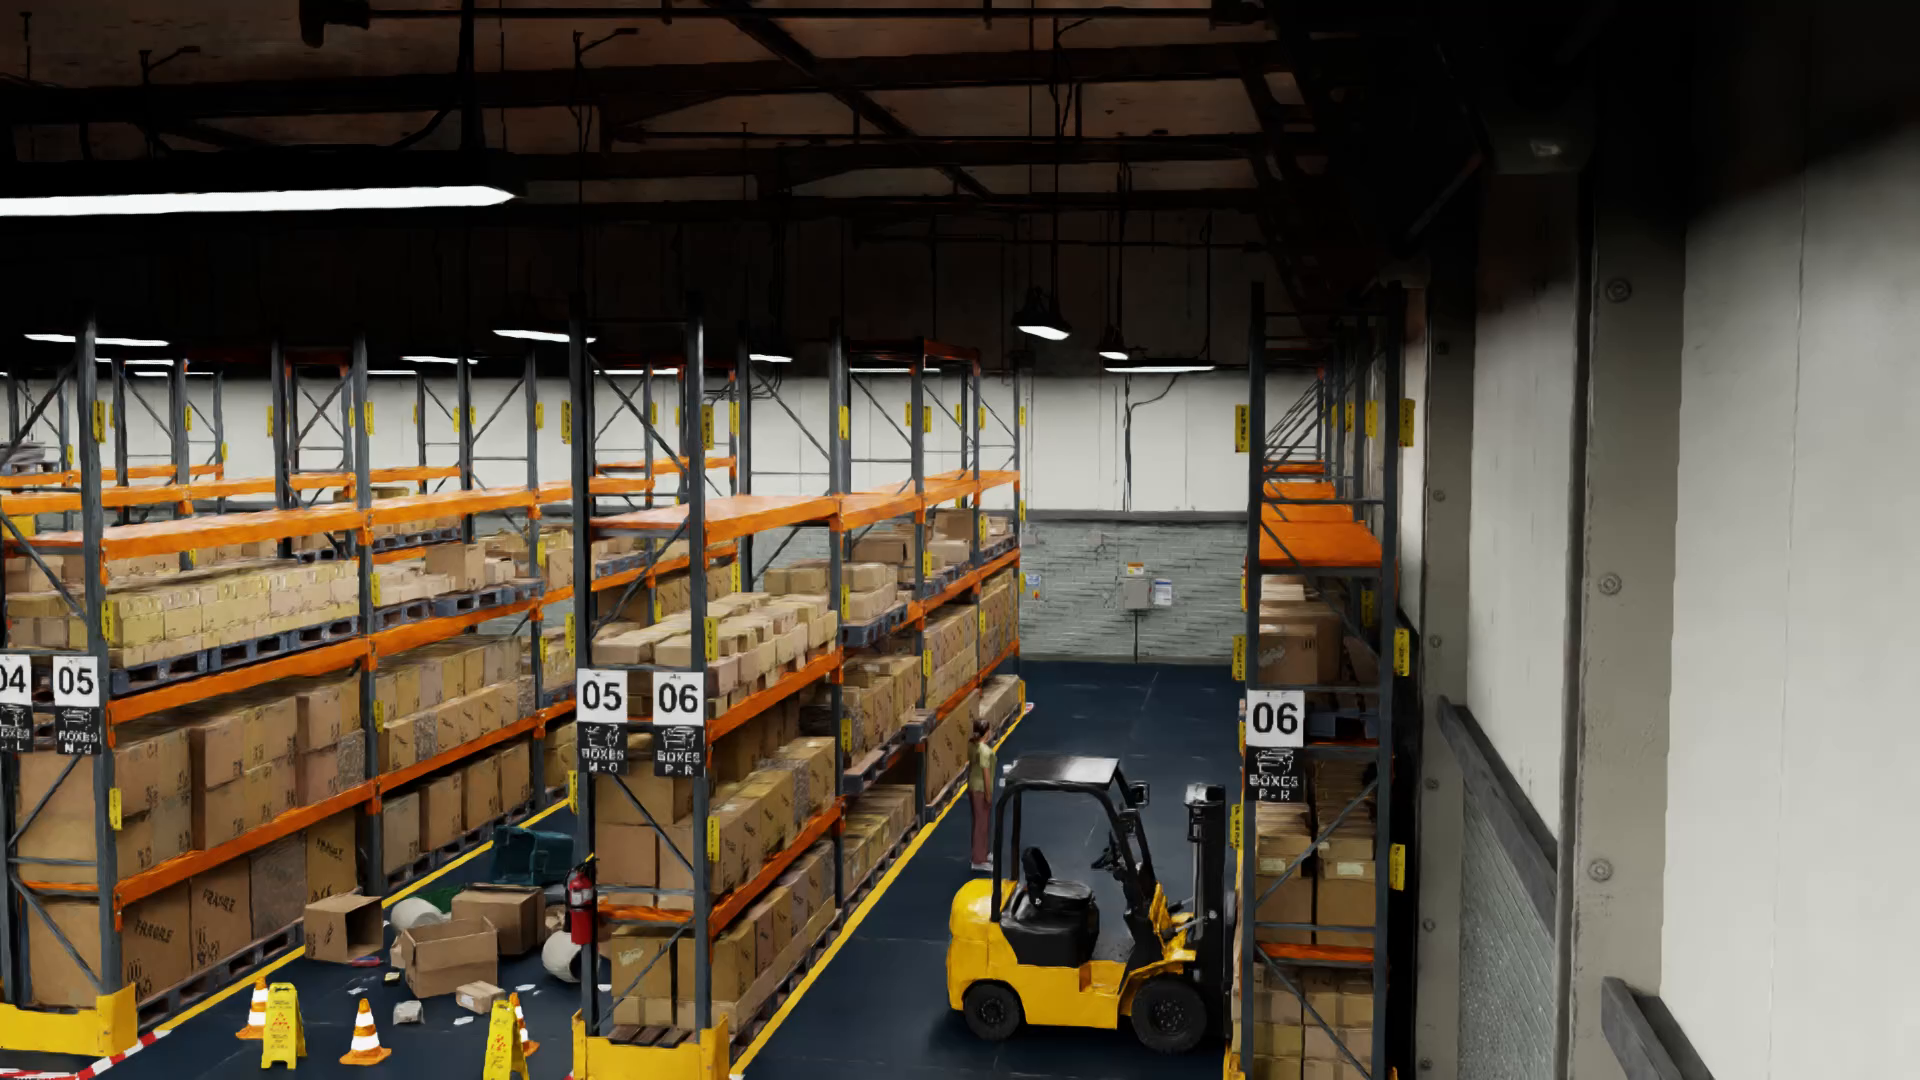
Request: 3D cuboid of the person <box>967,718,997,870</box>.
[{"bbox_3d":[0.282,2.819,18.616,0.432,1.677,0.499,-2,5,-21],"label":"person"}]
